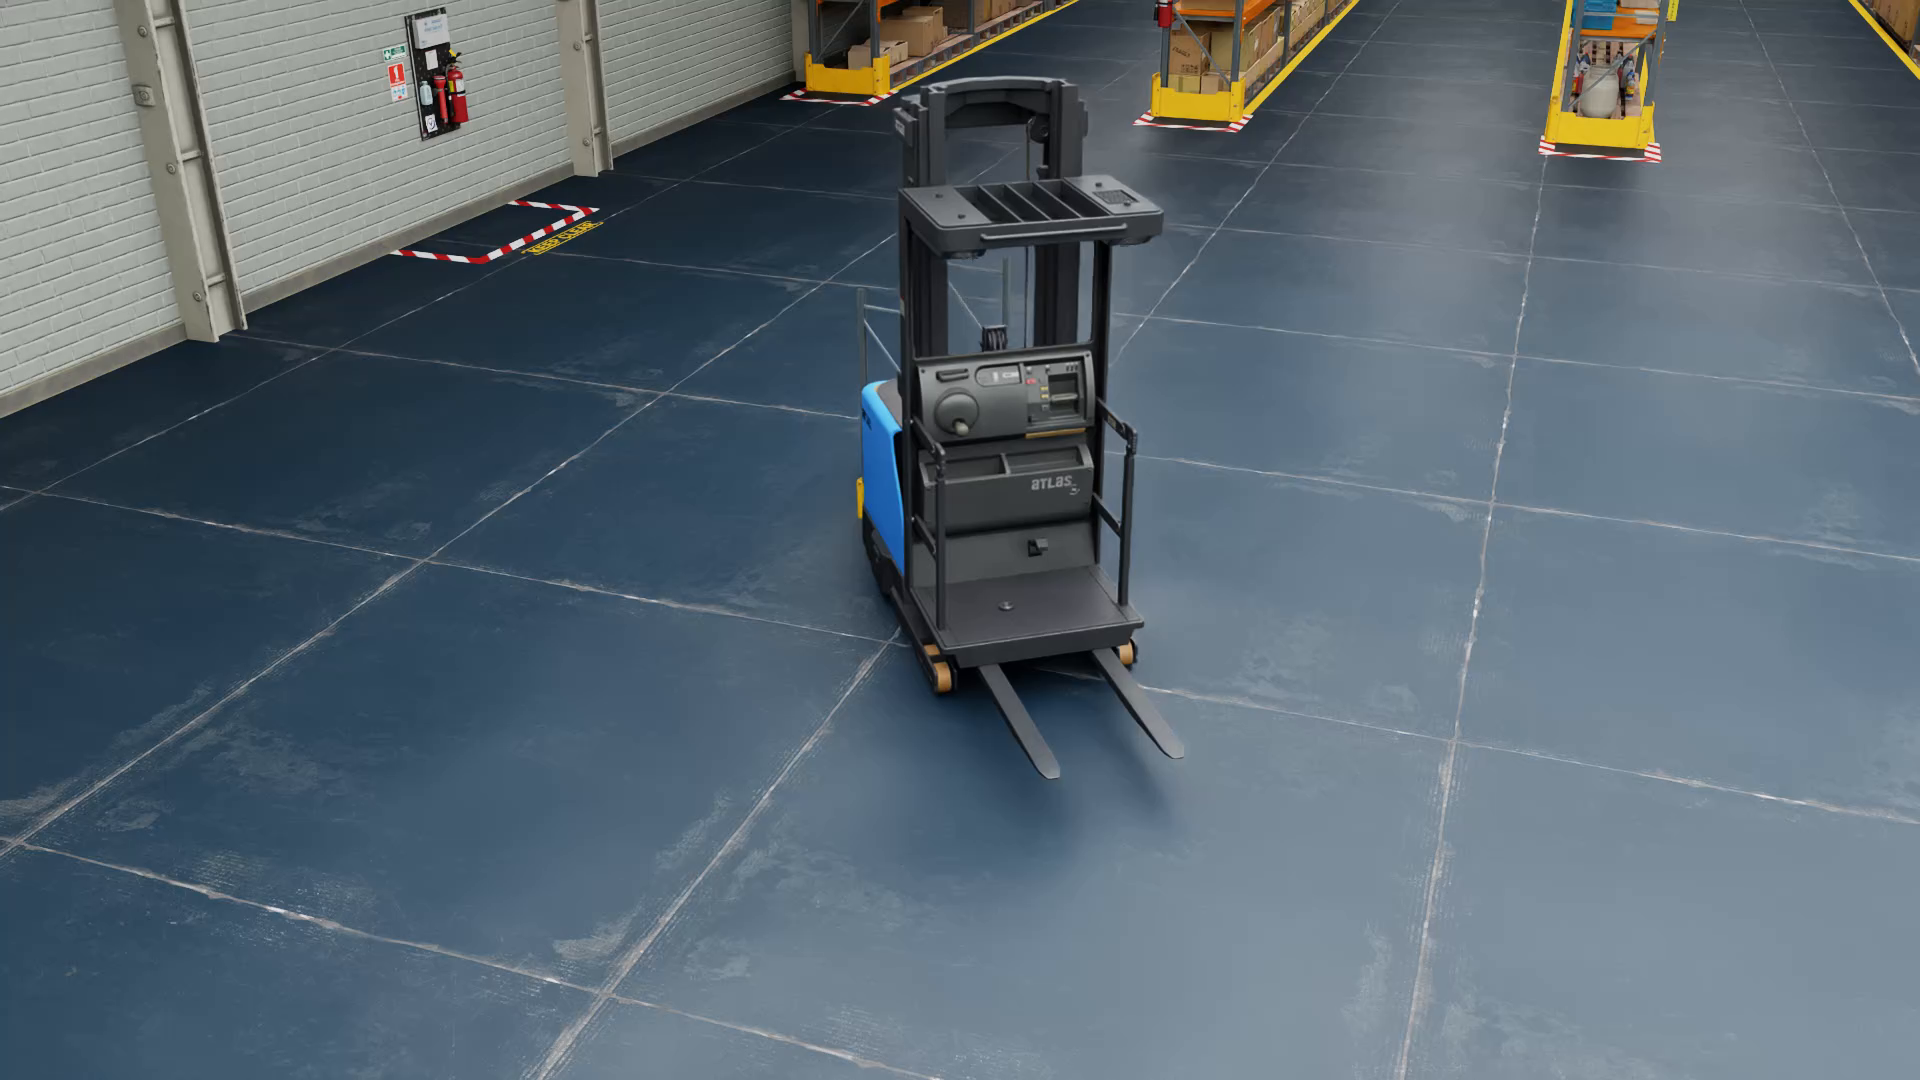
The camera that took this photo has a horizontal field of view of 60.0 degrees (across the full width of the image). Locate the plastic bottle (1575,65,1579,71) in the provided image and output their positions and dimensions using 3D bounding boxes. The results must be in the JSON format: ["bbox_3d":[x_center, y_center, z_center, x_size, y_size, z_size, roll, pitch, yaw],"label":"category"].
[{"bbox_3d":[8.157,-6.197,22.142,0.144,0.351,0.185,10,28,20],"label":"plastic bottle"}]

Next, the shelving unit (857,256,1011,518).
[{"bbox_3d":[-0.143,-0.968,10.527,0.587,1.500,1.083,13,29,25],"label":"shelving unit"}]

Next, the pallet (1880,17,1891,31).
[{"bbox_3d":[16.230,-8.778,28.138,1.003,0.211,1.213,9,27,17],"label":"pallet"}]

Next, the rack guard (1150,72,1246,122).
[{"bbox_3d":[3.074,-5.733,21.517,1.175,0.500,0.348,9,27,17],"label":"rack guard"}]

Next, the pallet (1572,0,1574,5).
[{"bbox_3d":[11.449,-9.513,29.656,1.003,0.211,1.213,9,27,17],"label":"pallet"}]

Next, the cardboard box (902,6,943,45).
[{"bbox_3d":[-0.567,-7.869,25.424,0.500,0.500,0.500,7,27,14],"label":"cardboard box"}]

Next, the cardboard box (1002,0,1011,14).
[{"bbox_3d":[0.461,-9.239,28.253,0.700,0.500,0.500,9,27,17],"label":"cardboard box"}]

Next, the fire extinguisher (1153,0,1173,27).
[{"bbox_3d":[2.605,-6.852,21.048,0.296,0.674,0.183,9,27,17],"label":"fire extinguisher"}]

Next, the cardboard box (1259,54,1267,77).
[{"bbox_3d":[3.971,-6.624,23.161,0.500,0.250,0.500,9,27,17],"label":"cardboard box"}]

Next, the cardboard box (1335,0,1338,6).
[{"bbox_3d":[6.334,-9.590,28.978,0.500,0.500,0.500,8,27,16],"label":"cardboard box"}]

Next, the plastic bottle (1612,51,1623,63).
[{"bbox_3d":[9.004,-6.512,22.792,0.144,0.351,0.185,9,27,17],"label":"plastic bottle"}]

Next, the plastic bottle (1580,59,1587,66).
[{"bbox_3d":[8.489,-6.413,22.679,0.097,0.271,0.097,0,26,0],"label":"plastic bottle"}]

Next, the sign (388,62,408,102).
[{"bbox_3d":[-5.310,-4.326,15.701,0.001,0.329,0.234,9,27,17],"label":"sign"}]

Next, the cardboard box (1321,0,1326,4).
[{"bbox_3d":[5.802,-9.108,27.650,0.500,0.311,0.500,9,27,19],"label":"cardboard box"}]

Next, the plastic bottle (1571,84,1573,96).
[{"bbox_3d":[7.950,-5.905,21.710,0.097,0.201,0.097,0,26,0],"label":"plastic bottle"}]

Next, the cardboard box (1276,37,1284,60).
[{"bbox_3d":[4.465,-7.241,24.436,0.500,0.250,0.500,9,27,17],"label":"cardboard box"}]

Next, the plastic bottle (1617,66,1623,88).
[{"bbox_3d":[8.811,-6.198,22.222,0.061,0.283,0.133,9,27,17],"label":"plastic bottle"}]

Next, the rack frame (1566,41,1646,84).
[{"bbox_3d":[9.083,-7.792,22.901,1.000,3.000,0.127,9,27,17],"label":"rack frame"}]

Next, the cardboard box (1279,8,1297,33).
[{"bbox_3d":[4.786,-7.849,25.049,0.500,0.311,0.500,9,27,18],"label":"cardboard box"}]

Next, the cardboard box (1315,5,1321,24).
[{"bbox_3d":[5.631,-8.643,27.332,0.500,0.250,0.500,8,27,17],"label":"cardboard box"}]

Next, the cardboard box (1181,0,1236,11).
[{"bbox_3d":[3.249,-7.103,21.363,0.700,0.500,0.500,9,27,17],"label":"cardboard box"}]

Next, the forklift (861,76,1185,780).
[{"bbox_3d":[0.305,-0.713,8.360,1.130,2.935,3.031,-7,27,-14],"label":"forklift"}]

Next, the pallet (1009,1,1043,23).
[{"bbox_3d":[0.810,-9.296,29.208,1.003,0.211,1.213,9,27,17],"label":"pallet"}]

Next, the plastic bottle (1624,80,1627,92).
[{"bbox_3d":[8.829,-6.009,21.925,0.097,0.201,0.097,0,26,0],"label":"plastic bottle"}]

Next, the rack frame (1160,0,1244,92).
[{"bbox_3d":[3.082,-6.868,20.993,1.000,3.000,0.127,9,27,17],"label":"rack frame"}]

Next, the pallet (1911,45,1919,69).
[{"bbox_3d":[14.823,-7.141,24.757,1.003,0.211,1.213,9,27,17],"label":"pallet"}]

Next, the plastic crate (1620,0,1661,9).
[{"bbox_3d":[8.781,-6.969,21.504,0.530,0.136,0.437,9,27,17],"label":"plastic crate"}]

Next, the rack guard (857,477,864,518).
[{"bbox_3d":[-0.378,-0.214,10.405,0.587,0.250,0.087,13,29,25],"label":"rack guard"}]

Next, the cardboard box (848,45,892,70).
[{"bbox_3d":[-1.275,-6.844,23.523,0.500,0.311,0.500,6,26,12],"label":"cardboard box"}]

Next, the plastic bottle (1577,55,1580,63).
[{"bbox_3d":[8.423,-6.526,22.821,0.144,0.351,0.185,10,27,19],"label":"plastic bottle"}]

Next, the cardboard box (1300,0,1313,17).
[{"bbox_3d":[5.296,-8.481,26.354,0.500,0.311,0.500,10,27,19],"label":"cardboard box"}]

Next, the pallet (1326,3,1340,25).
[{"bbox_3d":[6.028,-9.202,29.013,1.003,0.211,1.213,9,27,17],"label":"pallet"}]

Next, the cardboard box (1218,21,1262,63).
[{"bbox_3d":[3.789,-6.758,22.578,0.500,0.500,0.500,9,27,17],"label":"cardboard box"}]

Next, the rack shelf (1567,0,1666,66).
[{"bbox_3d":[8.417,-6.646,21.360,1.077,0.370,4.000,9,27,17],"label":"rack shelf"}]

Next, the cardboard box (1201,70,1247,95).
[{"bbox_3d":[3.470,-6.007,21.889,0.500,0.250,0.500,9,27,17],"label":"cardboard box"}]

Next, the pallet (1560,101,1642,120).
[{"bbox_3d":[8.008,-5.264,20.880,1.003,0.211,1.213,9,27,17],"label":"pallet"}]

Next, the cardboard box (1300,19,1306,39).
[{"bbox_3d":[5.122,-8.016,26.037,0.500,0.250,0.500,8,27,16],"label":"cardboard box"}]

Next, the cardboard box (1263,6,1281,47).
[{"bbox_3d":[4.288,-7.375,23.852,0.500,0.500,0.500,9,27,17],"label":"cardboard box"}]

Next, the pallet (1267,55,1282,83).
[{"bbox_3d":[4.109,-6.936,24.333,1.003,0.211,1.213,9,27,17],"label":"pallet"}]

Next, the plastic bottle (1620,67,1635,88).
[{"bbox_3d":[8.911,-6.180,22.192,0.152,0.276,0.135,9,27,18],"label":"plastic bottle"}]

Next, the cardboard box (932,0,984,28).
[{"bbox_3d":[-0.030,-8.606,26.947,0.700,0.500,0.500,10,27,19],"label":"cardboard box"}]

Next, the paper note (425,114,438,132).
[{"bbox_3d":[-5.152,-4.063,16.210,0.016,0.148,0.142,9,27,17],"label":"paper note"}]

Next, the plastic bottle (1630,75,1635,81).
[{"bbox_3d":[8.742,-5.914,21.634,0.061,0.283,0.133,9,27,18],"label":"plastic bottle"}]

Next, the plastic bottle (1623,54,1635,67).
[{"bbox_3d":[9.077,-6.412,22.586,0.144,0.351,0.185,7,27,15],"label":"plastic bottle"}]

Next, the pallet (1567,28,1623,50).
[{"bbox_3d":[10.120,-7.868,26.258,1.003,0.211,1.213,9,27,17],"label":"pallet"}]

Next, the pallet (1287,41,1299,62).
[{"bbox_3d":[4.622,-7.565,25.632,1.003,0.211,1.213,9,27,17],"label":"pallet"}]

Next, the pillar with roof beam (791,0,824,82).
[{"bbox_3d":[1.886,-10.074,20.729,9.100,9.000,0.400,9,27,17],"label":"pillar with roof beam"}]

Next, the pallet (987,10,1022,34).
[{"bbox_3d":[0.403,-8.797,28.176,1.003,0.211,1.213,9,27,17],"label":"pallet"}]

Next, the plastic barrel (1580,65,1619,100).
[{"bbox_3d":[8.066,-5.705,20.963,0.421,0.512,0.421,0,26,0],"label":"plastic barrel"}]

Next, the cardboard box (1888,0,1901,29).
[{"bbox_3d":[15.638,-8.596,26.518,1.225,0.875,0.875,9,27,18],"label":"cardboard box"}]

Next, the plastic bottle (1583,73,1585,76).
[{"bbox_3d":[8.285,-6.131,22.176,0.097,0.201,0.097,0,26,0],"label":"plastic bottle"}]

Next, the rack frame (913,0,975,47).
[{"bbox_3d":[-0.259,-9.228,25.868,1.000,3.000,0.127,9,27,17],"label":"rack frame"}]

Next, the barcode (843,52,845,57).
[{"bbox_3d":[-1.647,-6.913,23.657,0.001,0.075,0.075,9,27,17],"label":"barcode"}]
